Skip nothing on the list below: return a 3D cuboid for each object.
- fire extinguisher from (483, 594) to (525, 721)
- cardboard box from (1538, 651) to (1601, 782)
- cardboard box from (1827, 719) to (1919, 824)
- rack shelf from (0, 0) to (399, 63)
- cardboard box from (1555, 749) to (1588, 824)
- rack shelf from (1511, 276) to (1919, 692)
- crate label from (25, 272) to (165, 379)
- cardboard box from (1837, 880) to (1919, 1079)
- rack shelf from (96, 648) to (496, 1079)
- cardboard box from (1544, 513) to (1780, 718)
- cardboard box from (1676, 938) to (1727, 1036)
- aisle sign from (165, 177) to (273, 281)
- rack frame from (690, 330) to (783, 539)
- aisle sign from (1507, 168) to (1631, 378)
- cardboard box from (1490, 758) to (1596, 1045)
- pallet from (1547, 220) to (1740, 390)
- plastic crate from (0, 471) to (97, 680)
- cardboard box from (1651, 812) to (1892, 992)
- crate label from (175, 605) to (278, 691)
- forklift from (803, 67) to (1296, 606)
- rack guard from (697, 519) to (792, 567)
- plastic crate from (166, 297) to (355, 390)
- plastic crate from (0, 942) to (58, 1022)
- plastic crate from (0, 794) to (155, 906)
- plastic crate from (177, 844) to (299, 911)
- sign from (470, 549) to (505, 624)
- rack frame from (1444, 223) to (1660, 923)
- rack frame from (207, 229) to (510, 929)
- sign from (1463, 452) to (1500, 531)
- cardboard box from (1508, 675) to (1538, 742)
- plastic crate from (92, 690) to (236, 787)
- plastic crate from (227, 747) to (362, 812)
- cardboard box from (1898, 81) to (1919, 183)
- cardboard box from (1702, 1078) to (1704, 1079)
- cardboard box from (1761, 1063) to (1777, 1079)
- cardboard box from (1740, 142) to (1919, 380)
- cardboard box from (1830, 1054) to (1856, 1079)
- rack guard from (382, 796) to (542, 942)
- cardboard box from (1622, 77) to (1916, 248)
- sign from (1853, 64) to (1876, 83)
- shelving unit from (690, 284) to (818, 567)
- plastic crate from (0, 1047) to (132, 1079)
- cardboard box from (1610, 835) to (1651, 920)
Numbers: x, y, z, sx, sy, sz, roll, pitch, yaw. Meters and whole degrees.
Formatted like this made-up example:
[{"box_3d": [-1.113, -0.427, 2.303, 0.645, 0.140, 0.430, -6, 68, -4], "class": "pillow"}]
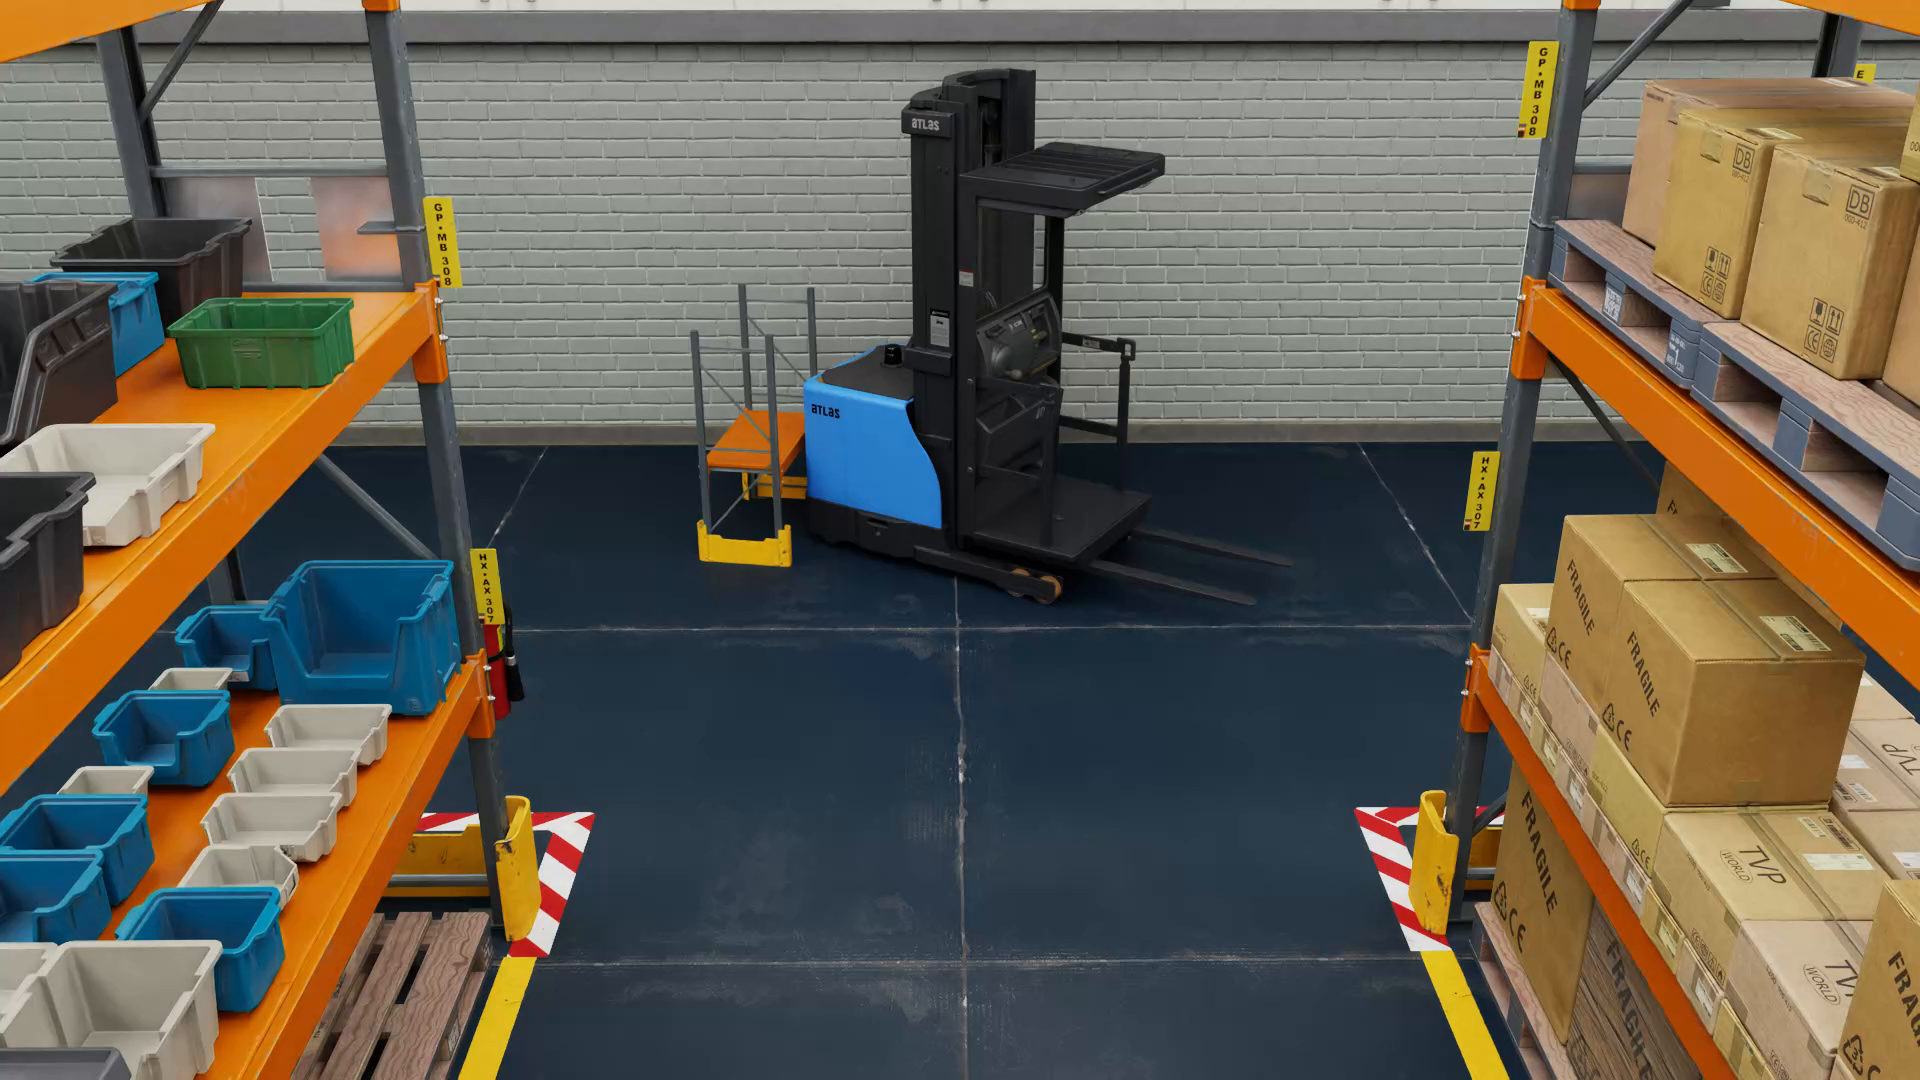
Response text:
[{"box_3d": [-1.946, 0.408, 6.754, 0.296, 0.674, 0.183, 0, 24, -1], "class": "fire extinguisher"}, {"box_3d": [2.302, 0.591, 5.624, 0.500, 0.250, 0.500, -1, 24, -1], "class": "cardboard box"}, {"box_3d": [2.836, 0.795, 5.173, 0.500, 0.250, 0.500, -1, 24, -2], "class": "cardboard box"}, {"box_3d": [-2.377, -1.132, 3.691, 1.077, 0.370, 4.000, 0, 24, -1], "class": "rack shelf"}, {"box_3d": [2.240, 0.826, 5.589, 0.380, 0.149, 0.250, -1, 24, -1], "class": "cardboard box"}, {"box_3d": [2.576, 0.030, 4.276, 1.077, 0.370, 4.000, 0, 24, -1], "class": "rack shelf"}, {"box_3d": [-2.711, -0.650, 5.088, 0.408, 0.251, 0.502, 0, 24, -1], "class": "crate label"}, {"box_3d": [2.324, 1.090, 3.612, 0.500, 0.500, 0.500, 0, 24, 0], "class": "cardboard box"}, {"box_3d": [-2.377, 1.419, 4.845, 1.077, 0.370, 4.000, 0, 24, -1], "class": "rack shelf"}, {"box_3d": [2.295, 0.241, 5.488, 0.500, 0.500, 0.500, -1, 24, -2], "class": "cardboard box"}, {"box_3d": [2.251, 1.249, 4.653, 0.380, 0.149, 0.250, 0, 24, 0], "class": "cardboard box"}, {"box_3d": [-2.696, -0.946, 6.046, 0.394, 0.787, 0.004, 0, 24, -1], "class": "aisle sign"}, {"box_3d": [-1.350, -0.543, 10.129, 0.500, 1.500, 0.032, 4, 25, 8], "class": "rack frame"}, {"box_3d": [2.254, -0.968, 6.095, 0.394, 0.787, 0.004, 0, 24, -1], "class": "aisle sign"}, {"box_3d": [2.641, 1.285, 6.337, 0.875, 0.875, 0.875, 0, 24, -1], "class": "cardboard box"}, {"box_3d": [2.573, -0.776, 5.293, 1.003, 0.211, 1.213, 0, 24, -1], "class": "pallet"}, {"box_3d": [-2.094, 0.095, 3.418, 0.497, 0.269, 0.590, 0, 24, -1], "class": "plastic crate"}, {"box_3d": [2.315, 1.013, 4.691, 0.500, 0.250, 0.500, -1, 24, -2], "class": "cardboard box"}, {"box_3d": [-2.725, 0.419, 6.313, 0.416, 0.233, 0.303, 0, 24, -1], "class": "crate label"}, {"box_3d": [0.534, -1.203, 9.854, 3.031, 2.935, 1.130, 14, 28, 28], "class": "forklift"}, {"box_3d": [-1.346, 0.019, 10.404, 0.587, 0.250, 0.087, 4, 25, 8], "class": "rack guard"}, {"box_3d": [-2.102, -0.598, 5.049, 0.450, 0.188, 0.336, 0, 24, -1], "class": "plastic crate"}, {"box_3d": [-2.674, 1.292, 4.500, 0.293, 0.136, 0.466, 0, 24, -1], "class": "plastic crate"}, {"box_3d": [-2.711, 0.962, 5.113, 0.416, 0.233, 0.300, 0, 24, -1], "class": "plastic crate"}, {"box_3d": [-2.170, 1.051, 5.033, 0.298, 0.136, 0.250, 0, 24, -1], "class": "plastic crate"}, {"box_3d": [-1.849, 0.184, 6.506, 0.100, 0.325, 0.005, 0, 24, -1], "class": "sign"}, {"box_3d": [2.554, 0.245, 6.568, 1.000, 3.000, 0.127, 0, 24, -1], "class": "rack frame"}, {"box_3d": [-2.398, 0.267, 6.519, 1.000, 3.000, 0.127, 0, 24, -1], "class": "rack frame"}, {"box_3d": [1.999, -0.185, 6.373, 0.100, 0.325, 0.005, 0, 24, -1], "class": "sign"}, {"box_3d": [2.232, 0.613, 6.060, 0.380, 0.149, 0.250, -1, 24, -1], "class": "cardboard box"}, {"box_3d": [-2.718, 0.691, 5.713, 0.416, 0.233, 0.300, 0, 24, -1], "class": "plastic crate"}, {"box_3d": [-2.220, 0.815, 5.556, 0.396, 0.136, 0.243, 0, 24, -1], "class": "plastic crate"}, {"box_3d": [2.566, -0.913, 3.827, 0.500, 0.250, 0.500, -1, 24, -2], "class": "cardboard box"}, {"box_3d": [2.661, 2.027, 4.697, 0.875, 0.875, 0.875, 0, 24, -1], "class": "cardboard box"}, {"box_3d": [2.255, 1.460, 4.188, 0.380, 0.149, 0.250, 0, 24, 0], "class": "cardboard box"}, {"box_3d": [2.553, -0.745, 4.365, 0.700, 0.500, 0.500, -2, 24, -4], "class": "cardboard box"}, {"box_3d": [2.323, 1.432, 3.765, 0.500, 0.250, 0.500, 0, 24, 1], "class": "cardboard box"}, {"box_3d": [-2.412, 1.396, 7.056, 1.175, 0.500, 0.348, 0, 24, -1], "class": "rack guard"}, {"box_3d": [2.614, -1.190, 5.349, 0.700, 0.500, 0.500, -2, 24, -4], "class": "cardboard box"}, {"box_3d": [3.097, -1.486, 5.777, 0.100, 0.325, 0.005, 0, 24, -1], "class": "sign"}, {"box_3d": [-1.267, -0.753, 10.595, 0.587, 1.500, 1.083, 4, 25, 8], "class": "shelving unit"}, {"box_3d": [-2.114, 1.490, 3.665, 0.402, 0.464, 0.583, 0, 24, -1], "class": "plastic crate"}, {"box_3d": [2.245, 1.037, 5.122, 0.380, 0.149, 0.250, -1, 24, -1], "class": "cardboard box"}]
